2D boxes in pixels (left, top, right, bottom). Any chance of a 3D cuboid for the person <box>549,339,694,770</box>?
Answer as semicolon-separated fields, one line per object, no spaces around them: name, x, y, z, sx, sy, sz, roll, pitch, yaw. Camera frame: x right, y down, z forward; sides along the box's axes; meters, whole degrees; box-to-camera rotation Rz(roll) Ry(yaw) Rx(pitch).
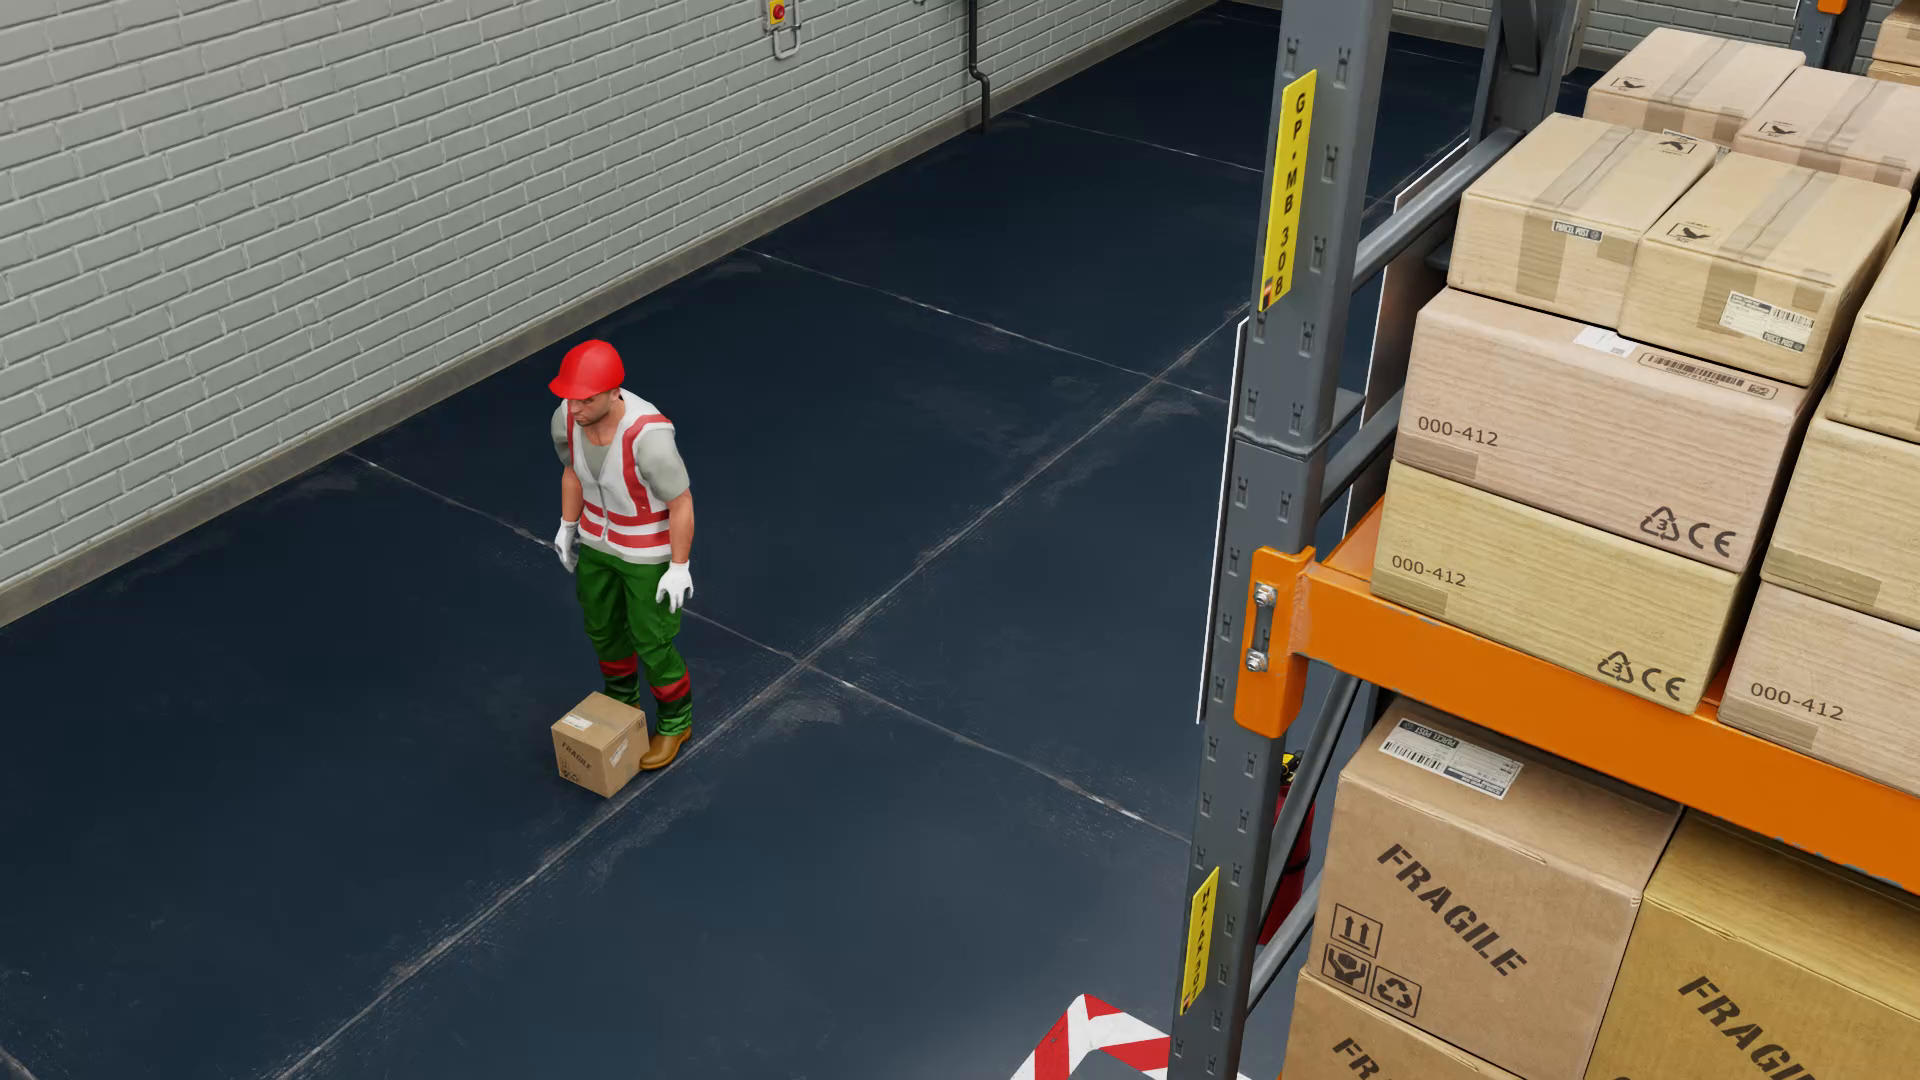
person;-1.229;0.046;6.063;0.611;1.778;0.451;19;39;26
